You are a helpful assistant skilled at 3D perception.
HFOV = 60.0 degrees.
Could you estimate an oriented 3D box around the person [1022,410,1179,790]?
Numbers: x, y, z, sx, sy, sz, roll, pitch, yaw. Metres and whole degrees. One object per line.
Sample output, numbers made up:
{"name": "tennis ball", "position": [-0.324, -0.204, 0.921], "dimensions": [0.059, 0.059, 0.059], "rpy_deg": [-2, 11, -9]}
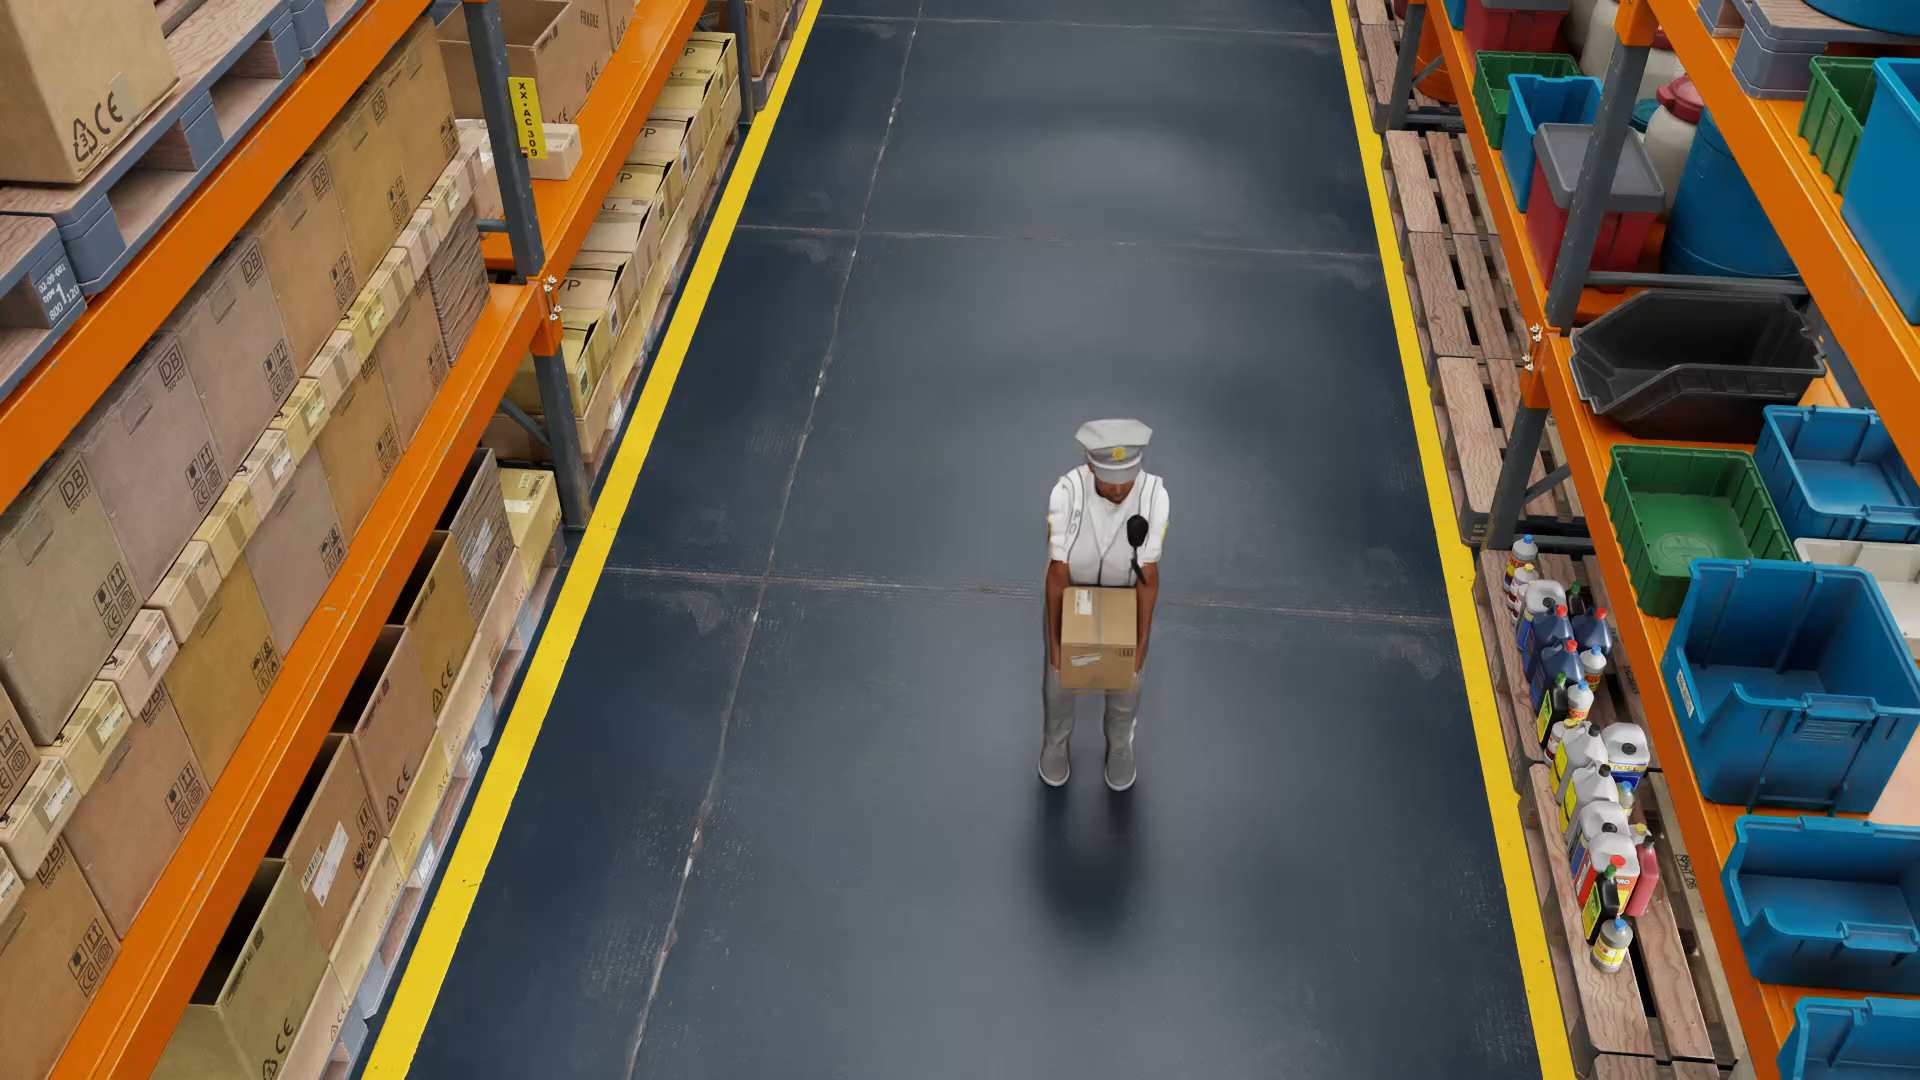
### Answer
{"name": "person", "position": [0.503, 0.209, 5.914], "dimensions": [0.526, 1.654, 0.395], "rpy_deg": [1, 40, 1]}
